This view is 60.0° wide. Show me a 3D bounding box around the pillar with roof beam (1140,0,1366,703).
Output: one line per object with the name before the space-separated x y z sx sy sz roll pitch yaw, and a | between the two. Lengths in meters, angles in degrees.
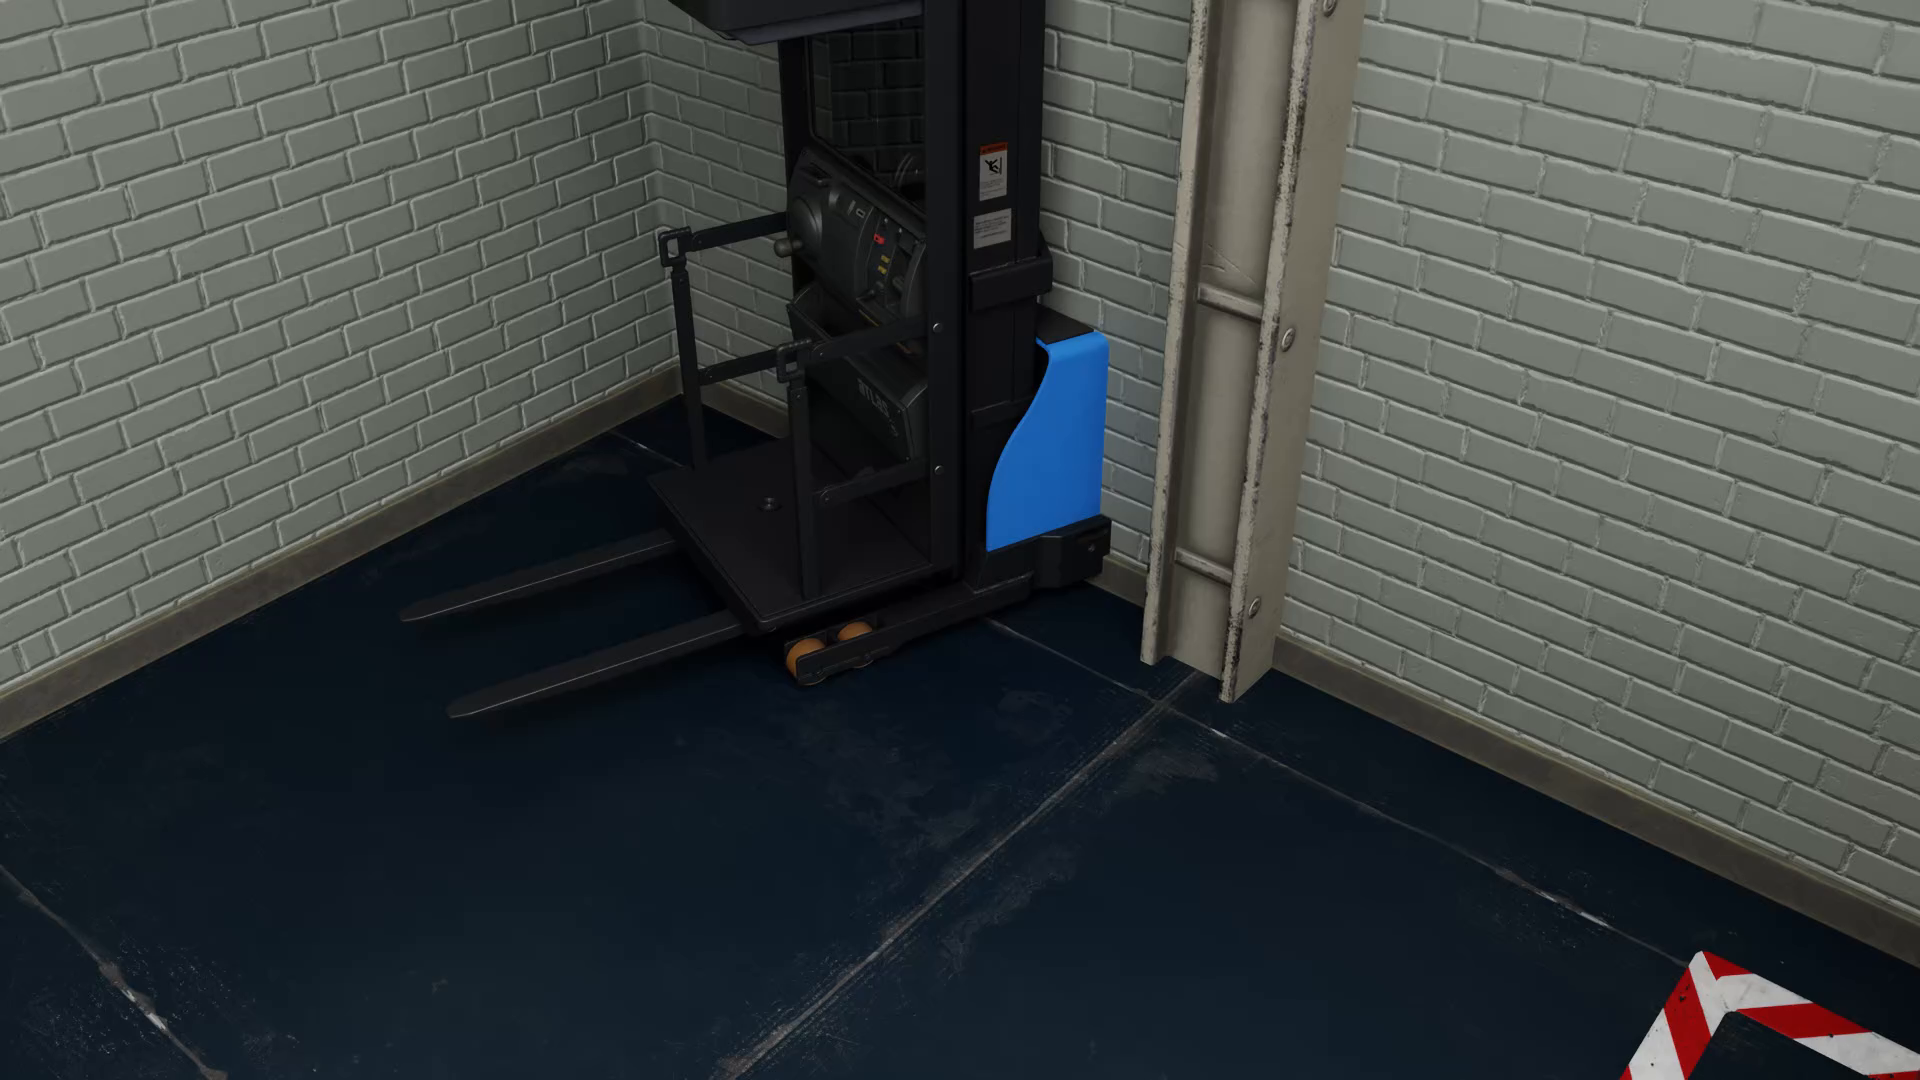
pillar with roof beam | -1.846 -1.393 0.829 0.400 9.000 9.100 25 42 32

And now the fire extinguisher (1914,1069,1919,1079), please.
fire extinguisher | 1.995 0.909 3.174 0.183 0.674 0.296 25 42 32

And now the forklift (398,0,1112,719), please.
forklift | -0.545 -1.029 5.660 3.031 2.935 1.130 -18 38 -24
